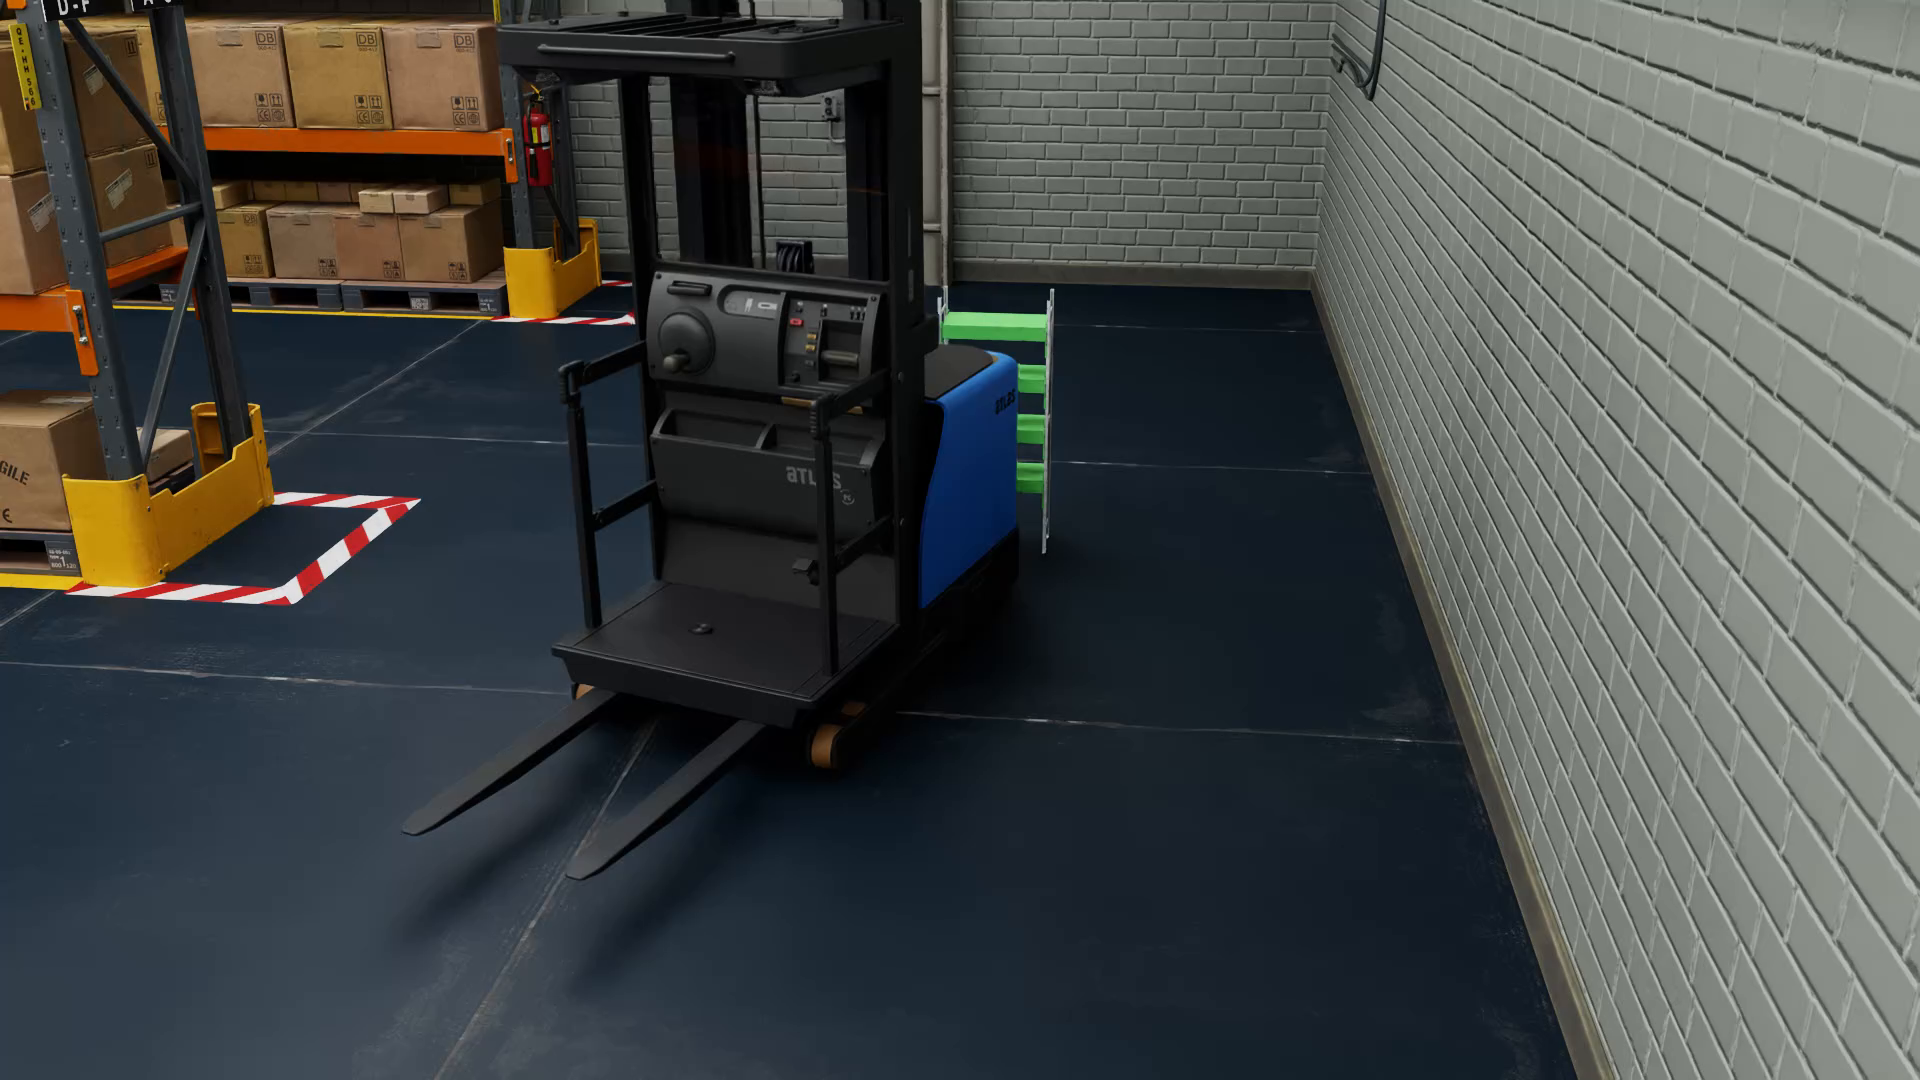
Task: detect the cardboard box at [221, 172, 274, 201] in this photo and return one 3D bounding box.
[{"bbox_3d":[-5.377,-2.677,12.579,0.250,0.149,0.380,3,22,7],"label":"cardboard box"}]

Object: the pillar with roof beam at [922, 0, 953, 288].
[{"bbox_3d":[-0.774,-4.622,7.392,0.400,9.000,9.100,2,22,6],"label":"pillar with roof beam"}]

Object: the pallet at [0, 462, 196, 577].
[{"bbox_3d":[-4.497,-0.137,8.000,1.213,0.211,1.003,2,22,6],"label":"pallet"}]

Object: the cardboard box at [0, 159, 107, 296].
[{"bbox_3d":[-4.107,-1.363,7.172,0.500,0.500,0.500,3,22,8],"label":"cardboard box"}]

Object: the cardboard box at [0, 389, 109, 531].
[{"bbox_3d":[-4.199,-0.372,7.603,0.500,0.500,0.500,2,22,6],"label":"cardboard box"}]

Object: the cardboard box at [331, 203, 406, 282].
[{"bbox_3d":[-4.254,-2.254,12.389,0.500,0.500,0.700,2,22,6],"label":"cardboard box"}]

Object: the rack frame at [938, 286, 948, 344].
[{"bbox_3d":[-0.078,-0.561,7.728,0.015,1.200,0.240,2,22,6],"label":"rack frame"}]

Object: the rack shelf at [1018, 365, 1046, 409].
[{"bbox_3d":[0.164,-0.715,7.636,0.480,0.148,0.258,2,22,6],"label":"rack shelf"}]

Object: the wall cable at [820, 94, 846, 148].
[{"bbox_3d":[-1.668,-3.968,12.514,1.851,1.984,0.084,2,22,6],"label":"wall cable"}]

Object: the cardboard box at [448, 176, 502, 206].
[{"bbox_3d":[-3.610,-2.601,12.386,0.250,0.149,0.380,3,22,7],"label":"cardboard box"}]

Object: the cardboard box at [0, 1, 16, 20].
[{"bbox_3d":[-7.449,-4.036,12.482,0.500,0.250,0.500,3,22,8],"label":"cardboard box"}]

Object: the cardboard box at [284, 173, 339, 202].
[{"bbox_3d":[-4.869,-2.655,12.523,0.250,0.149,0.380,3,22,7],"label":"cardboard box"}]

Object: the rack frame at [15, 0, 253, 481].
[{"bbox_3d":[-3.630,-1.397,7.393,0.127,3.000,1.000,2,22,6],"label":"rack frame"}]

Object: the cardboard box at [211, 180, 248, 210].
[{"bbox_3d":[-5.455,-2.539,12.229,0.250,0.149,0.380,2,22,5],"label":"cardboard box"}]

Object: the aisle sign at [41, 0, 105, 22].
[{"bbox_3d":[-3.598,-2.491,6.624,0.004,0.787,0.394,2,22,6],"label":"aisle sign"}]

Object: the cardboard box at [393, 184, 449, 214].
[{"bbox_3d":[-3.906,-2.473,12.061,0.250,0.149,0.380,2,22,6],"label":"cardboard box"}]

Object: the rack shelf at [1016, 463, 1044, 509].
[{"bbox_3d":[0.164,-0.268,7.813,0.480,0.148,0.258,2,22,6],"label":"rack shelf"}]

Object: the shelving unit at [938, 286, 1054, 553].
[{"bbox_3d":[0.164,-0.551,7.701,0.503,1.200,0.258,2,22,6],"label":"shelving unit"}]

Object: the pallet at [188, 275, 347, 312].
[{"bbox_3d":[-5.062,-1.968,12.631,1.213,0.211,1.003,2,22,6],"label":"pallet"}]

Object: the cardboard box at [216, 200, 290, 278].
[{"bbox_3d":[-5.284,-2.296,12.495,0.500,0.500,0.700,3,22,8],"label":"cardboard box"}]

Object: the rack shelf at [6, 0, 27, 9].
[{"bbox_3d":[-5.616,-2.544,7.192,4.000,0.370,1.077,2,22,6],"label":"rack shelf"}]

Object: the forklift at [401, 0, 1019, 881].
[{"bbox_3d":[-0.797,-0.727,5.791,1.130,2.935,3.031,9,23,22],"label":"forklift"}]

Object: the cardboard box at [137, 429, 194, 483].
[{"bbox_3d":[-4.005,-0.419,8.199,0.250,0.149,0.380,2,22,6],"label":"cardboard box"}]

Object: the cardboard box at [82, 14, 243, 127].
[{"bbox_3d":[-5.762,-3.455,12.191,0.700,0.700,0.980,2,22,5],"label":"cardboard box"}]

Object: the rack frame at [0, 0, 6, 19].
[{"bbox_3d":[-7.023,-3.378,12.405,0.127,3.000,1.000,2,22,6],"label":"rack frame"}]

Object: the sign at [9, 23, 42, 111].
[{"bbox_3d":[-3.715,-1.880,6.611,0.005,0.325,0.100,2,22,6],"label":"sign"}]

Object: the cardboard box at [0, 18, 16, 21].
[{"bbox_3d":[-7.450,-3.684,12.612,0.500,0.500,0.500,2,22,4],"label":"cardboard box"}]

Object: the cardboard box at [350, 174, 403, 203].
[{"bbox_3d":[-4.361,-2.634,12.469,0.250,0.149,0.380,3,22,7],"label":"cardboard box"}]

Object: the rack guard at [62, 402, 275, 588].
[{"bbox_3d":[-3.705,-0.237,7.860,0.348,0.500,1.175,2,22,6],"label":"rack guard"}]

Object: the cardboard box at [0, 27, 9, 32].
[{"bbox_3d":[-4.559,-2.043,7.533,0.500,0.500,0.500,3,22,7],"label":"cardboard box"}]

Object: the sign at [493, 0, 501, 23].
[{"bbox_3d":[-3.128,-3.656,11.212,0.005,0.325,0.100,2,22,6],"label":"sign"}]

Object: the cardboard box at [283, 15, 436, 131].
[{"bbox_3d":[-4.282,-3.391,12.028,0.700,0.700,0.980,2,22,6],"label":"cardboard box"}]
